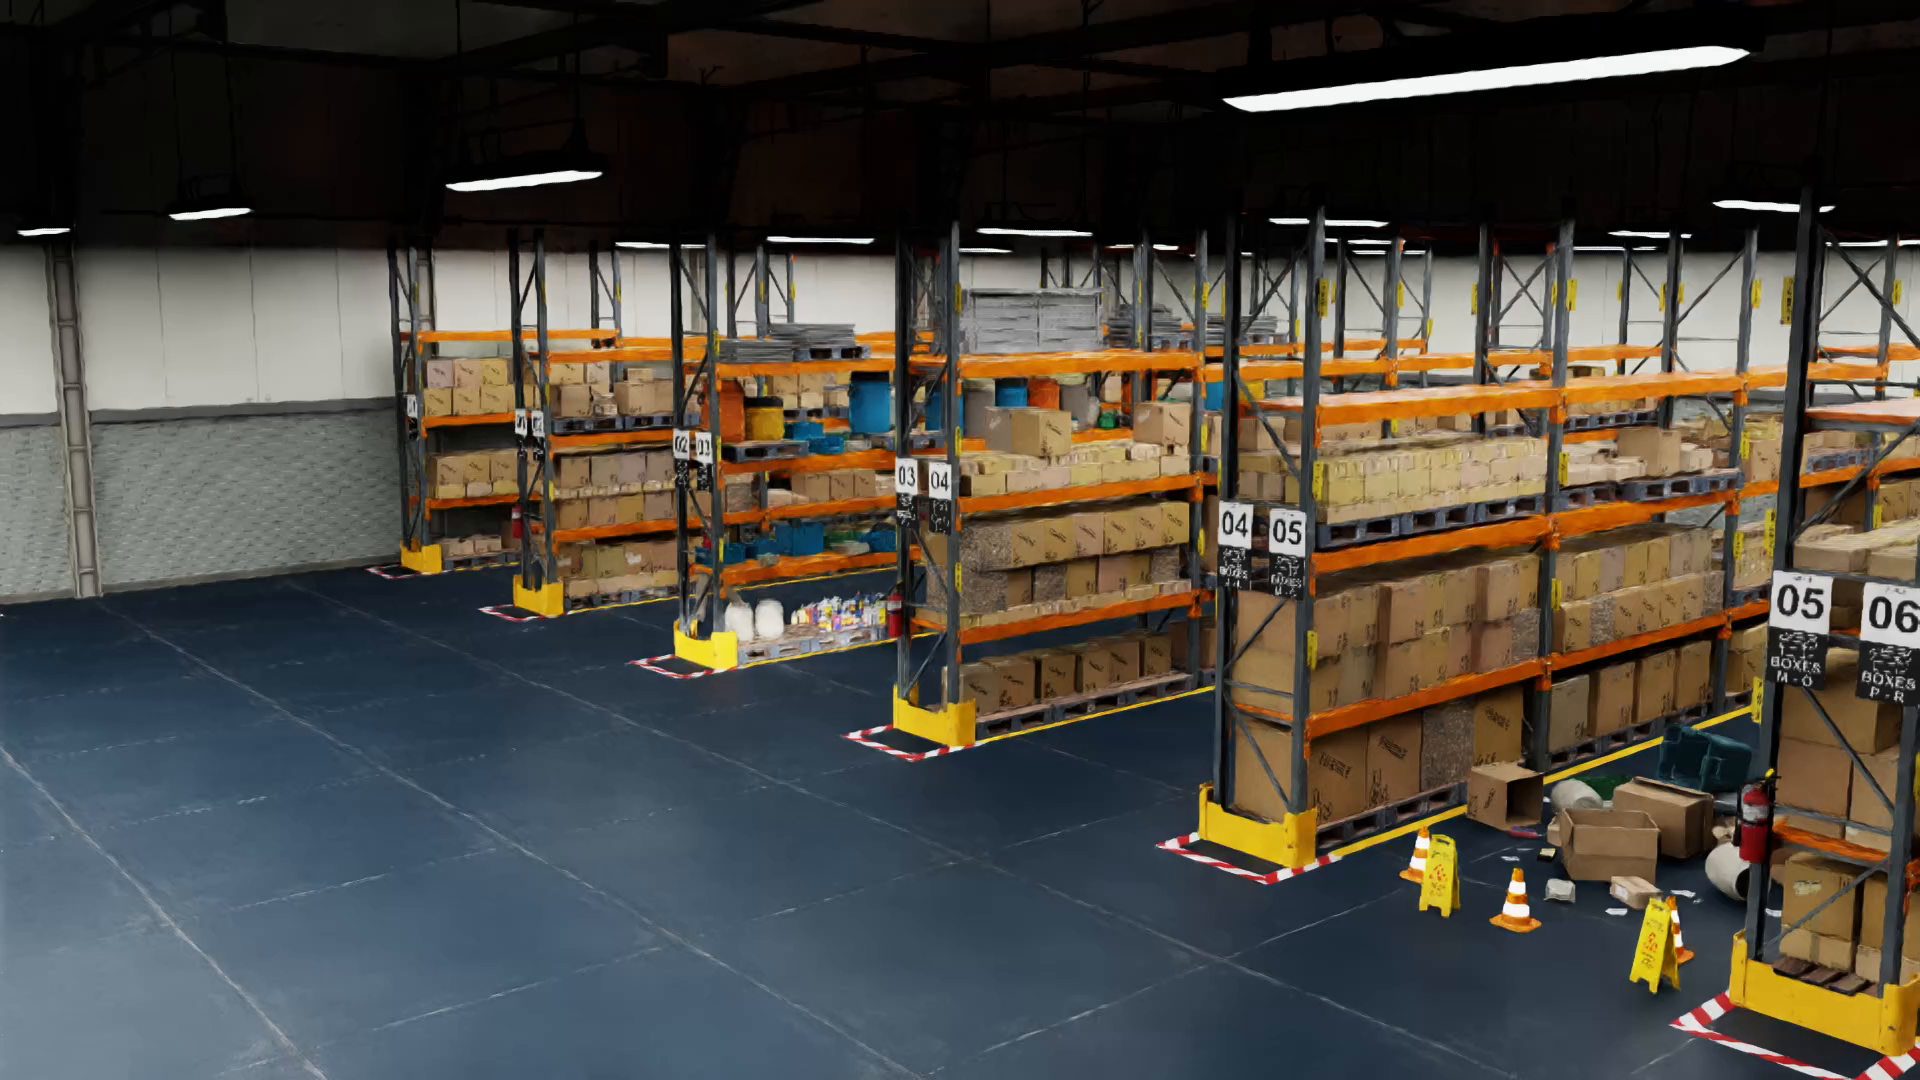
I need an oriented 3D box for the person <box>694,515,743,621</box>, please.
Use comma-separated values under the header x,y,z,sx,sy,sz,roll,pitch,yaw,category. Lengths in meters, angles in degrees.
x,y,z,sx,sy,sz,roll,pitch,yaw,category
-3.733,0.441,25.451,0.978,1.668,0.583,-3,9,-18,person
